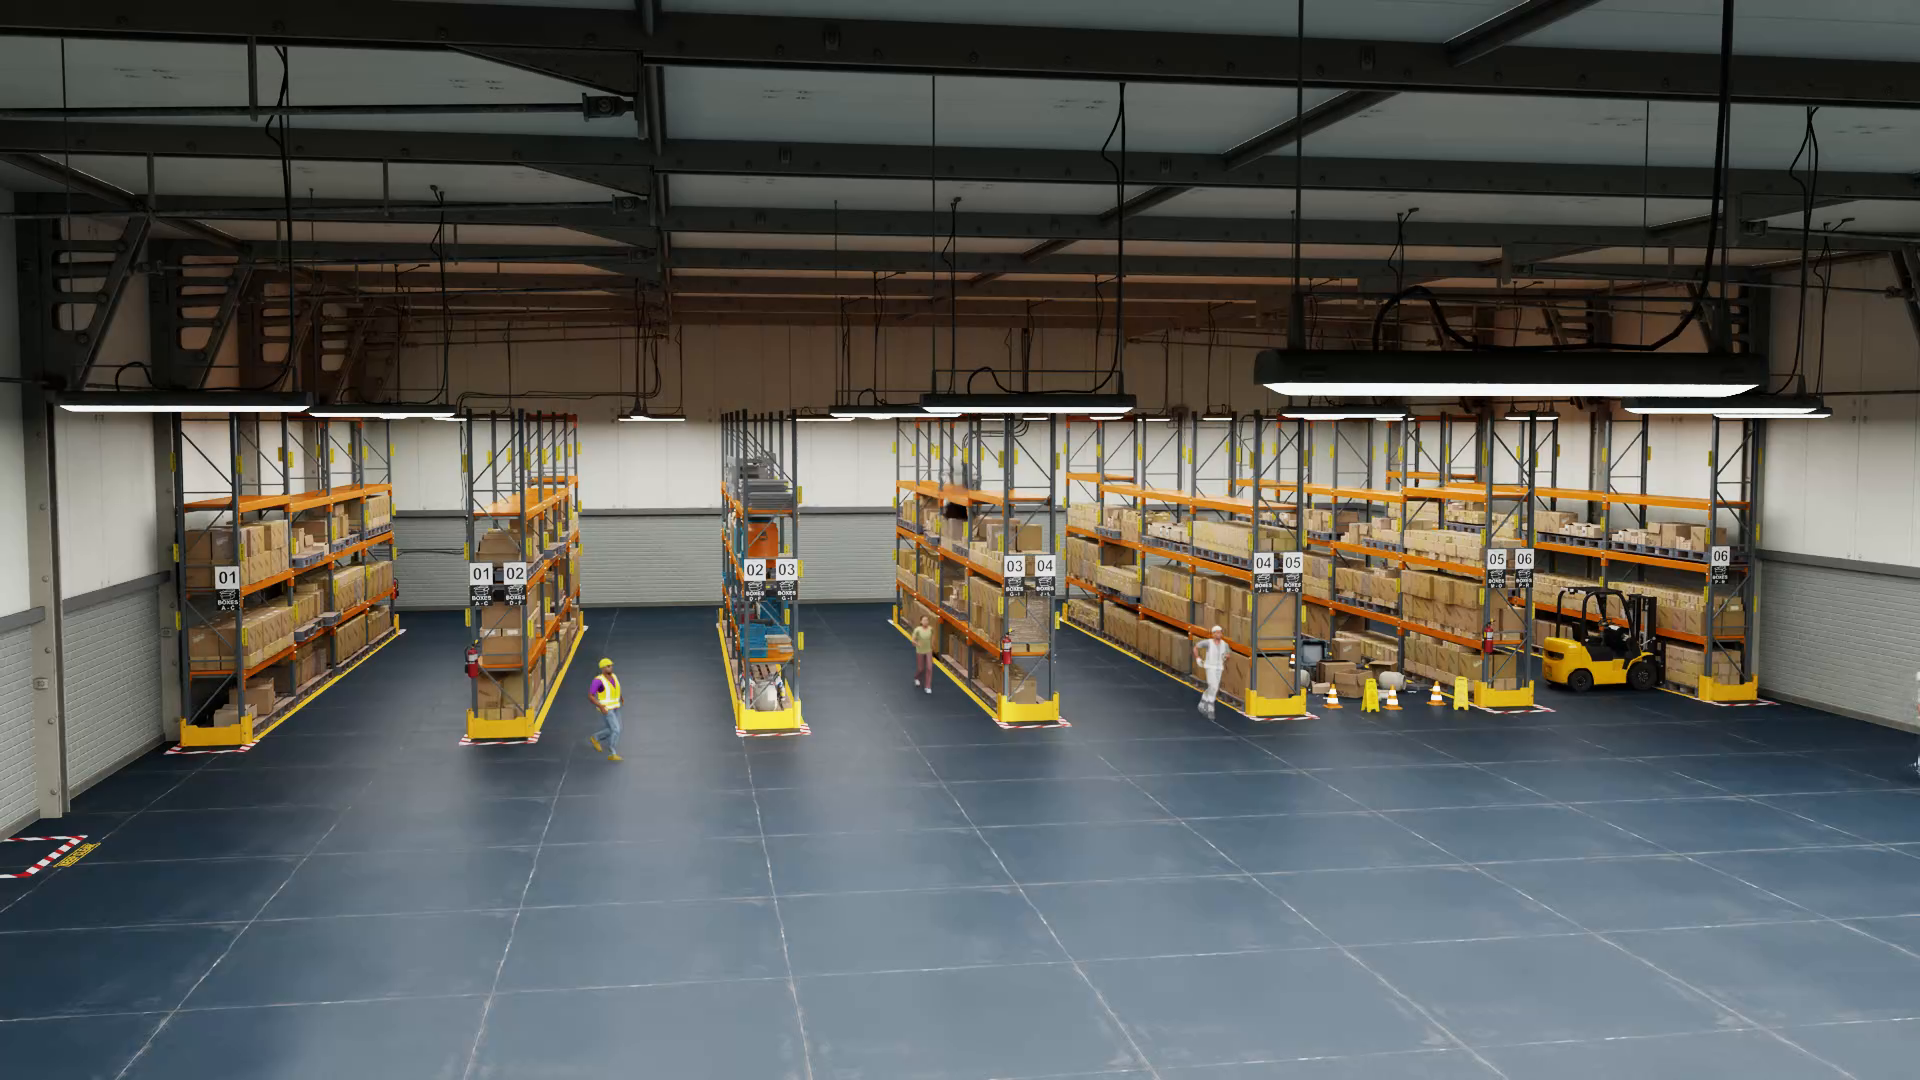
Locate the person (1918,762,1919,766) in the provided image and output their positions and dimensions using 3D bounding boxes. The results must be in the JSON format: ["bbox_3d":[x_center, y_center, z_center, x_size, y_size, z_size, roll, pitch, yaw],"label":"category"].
[{"bbox_3d":[15.553,3.003,26.151,0.695,1.763,0.964,-3,5,-35],"label":"person"}]

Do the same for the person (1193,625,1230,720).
[{"bbox_3d":[4.960,2.575,32.559,0.672,1.817,0.742,-2,4,-28],"label":"person"}]

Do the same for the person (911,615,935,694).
[{"bbox_3d":[-0.783,2.409,35.598,0.562,1.656,0.926,-1,4,-17],"label":"person"}]

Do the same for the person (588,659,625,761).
[{"bbox_3d":[-6.042,2.885,28.386,0.669,1.743,0.693,2,4,24],"label":"person"}]
